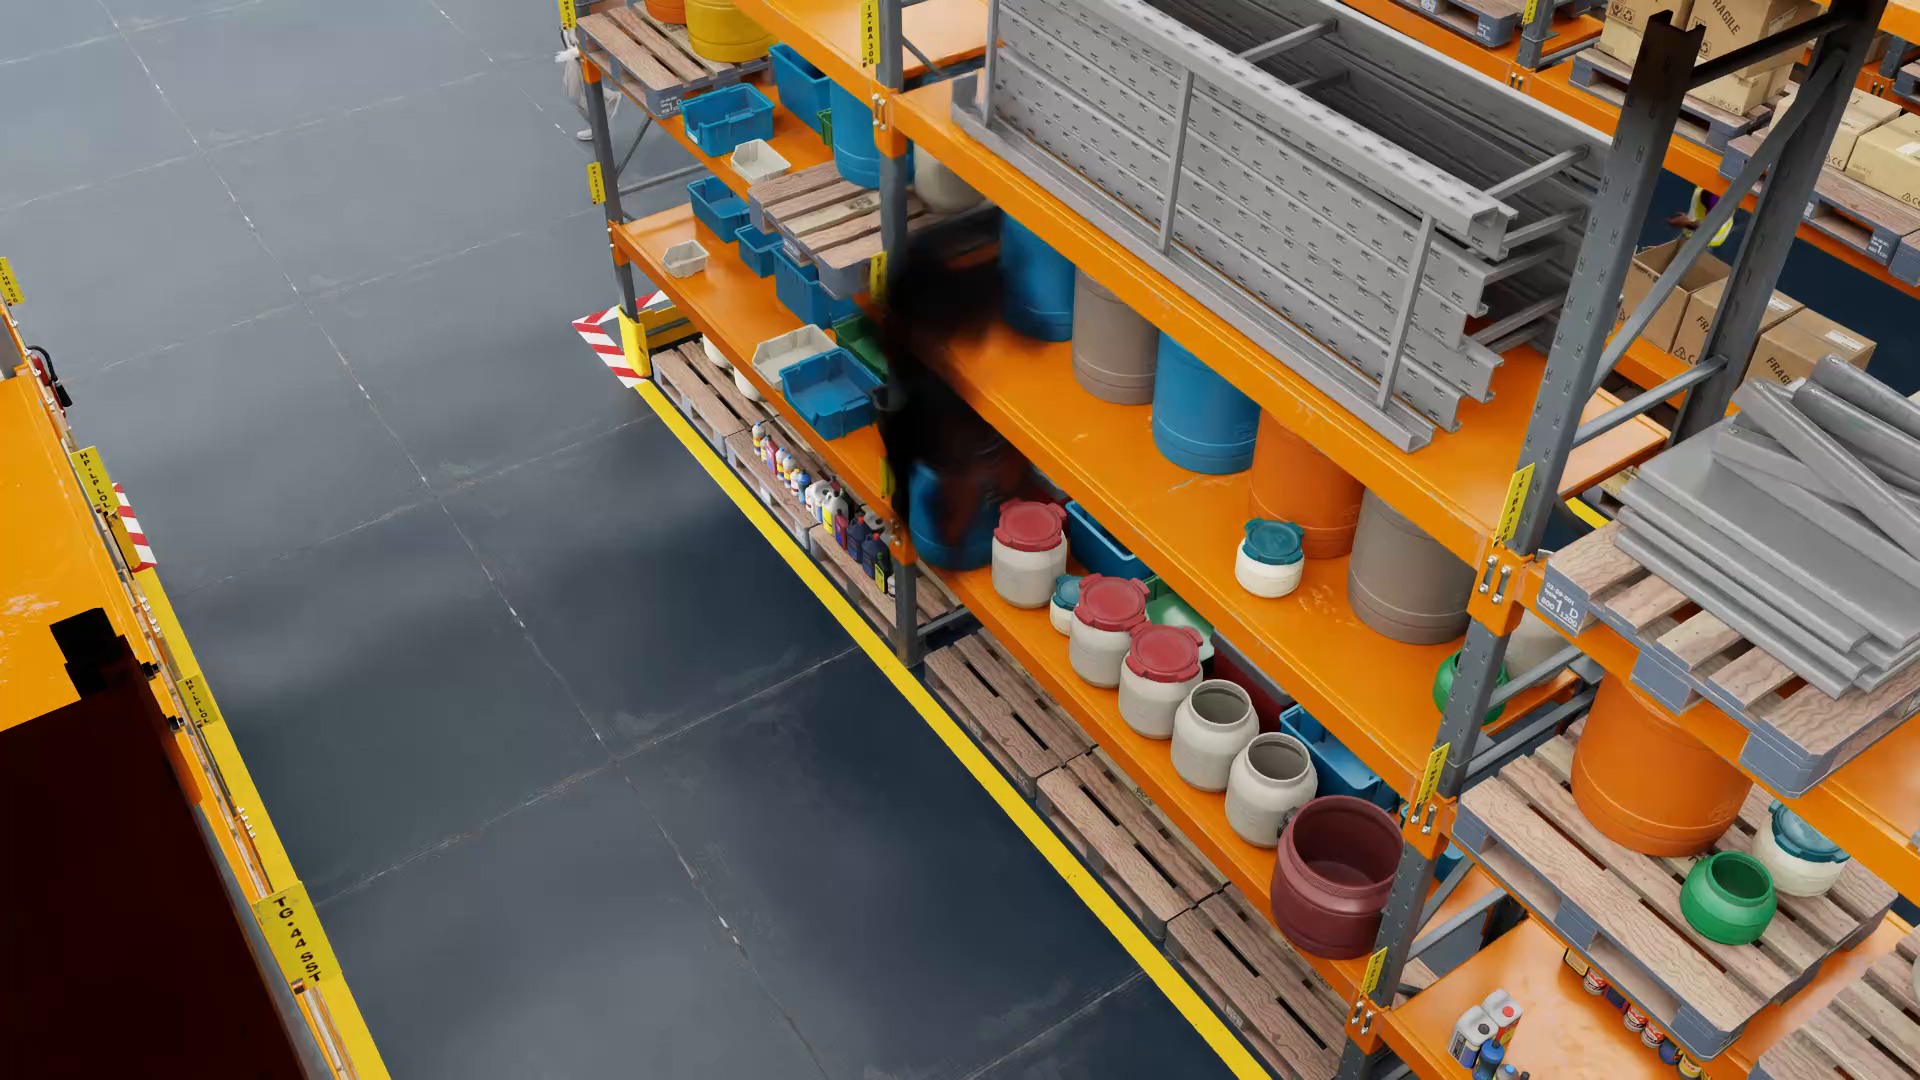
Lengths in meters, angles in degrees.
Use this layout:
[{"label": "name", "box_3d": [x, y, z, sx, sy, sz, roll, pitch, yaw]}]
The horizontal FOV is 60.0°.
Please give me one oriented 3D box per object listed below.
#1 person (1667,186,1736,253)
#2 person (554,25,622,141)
[{"label": "person", "box_3d": [5.903, -2.432, 13.139, 0.587, 1.716, 0.701, 29, 50, 28]}, {"label": "person", "box_3d": [-3.475, -4.482, 15.426, 0.544, 1.649, 0.631, -6, 43, -6]}]
